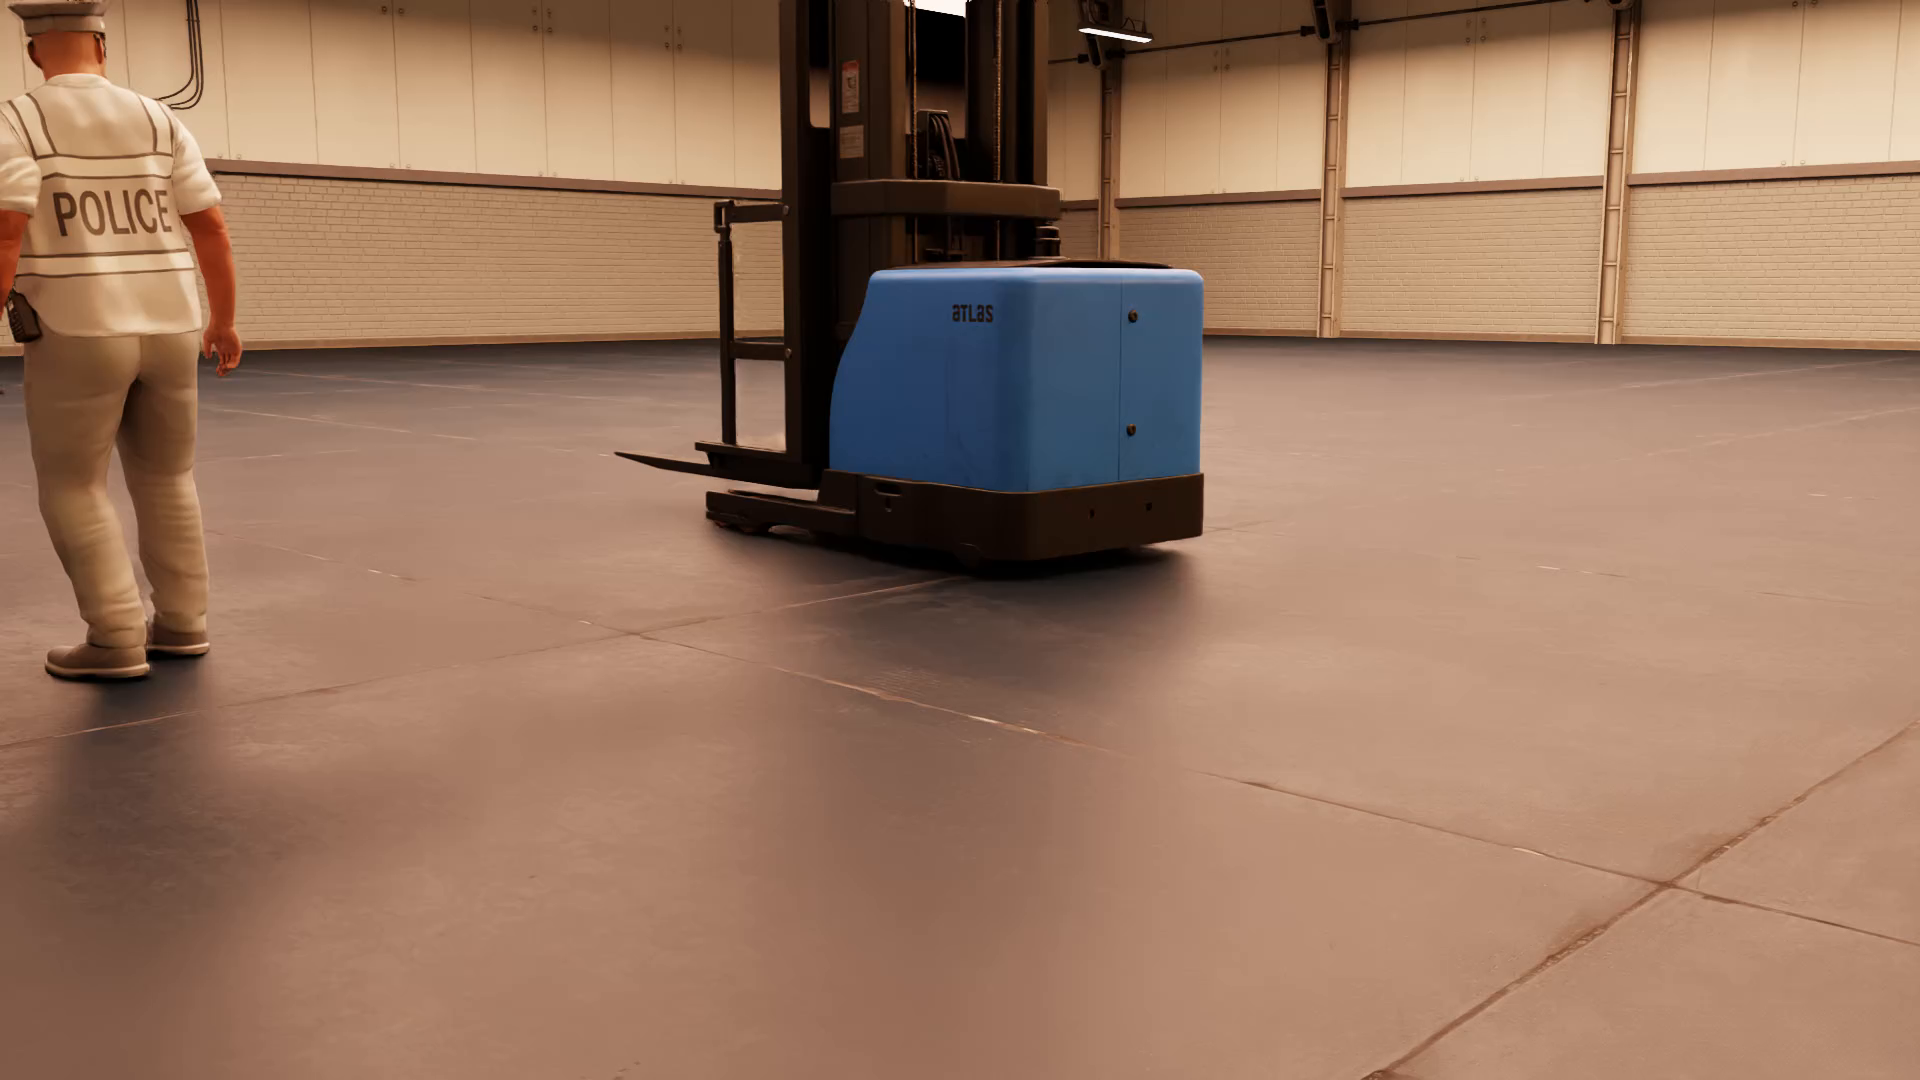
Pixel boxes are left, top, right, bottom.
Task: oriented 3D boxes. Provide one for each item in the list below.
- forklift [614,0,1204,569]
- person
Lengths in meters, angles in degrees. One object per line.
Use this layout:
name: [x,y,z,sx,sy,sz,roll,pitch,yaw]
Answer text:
forklift: [-0.423,-1.517,6.947,1.130,2.935,3.031,-7,11,-41]
person: [-2.246,-0.529,4.352,0.478,1.752,0.699,6,10,34]
